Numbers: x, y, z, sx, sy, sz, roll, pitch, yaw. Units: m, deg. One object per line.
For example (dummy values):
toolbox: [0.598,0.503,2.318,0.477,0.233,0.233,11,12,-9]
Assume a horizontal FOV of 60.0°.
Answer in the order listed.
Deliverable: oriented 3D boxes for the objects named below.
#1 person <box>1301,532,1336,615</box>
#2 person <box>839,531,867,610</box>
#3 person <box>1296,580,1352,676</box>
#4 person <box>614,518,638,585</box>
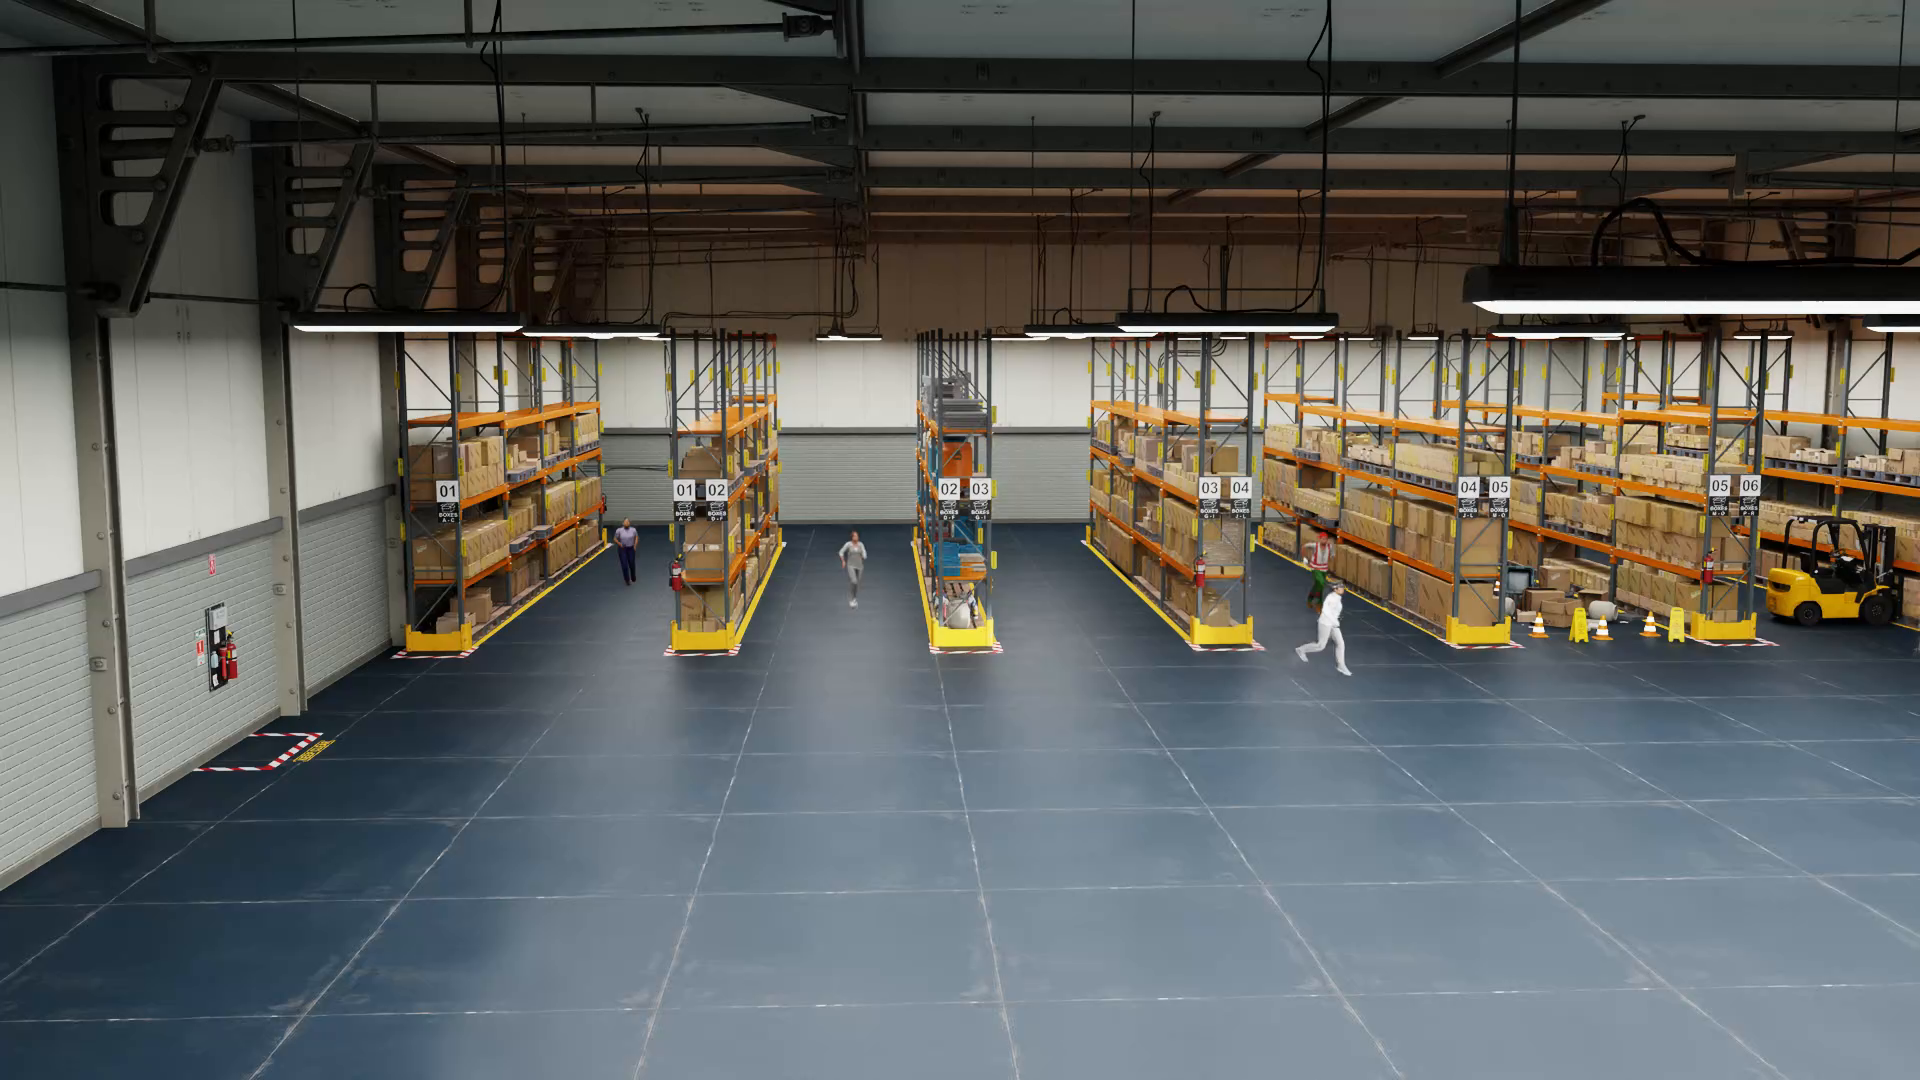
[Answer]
person: [7.650,0.675,35.505,0.646,1.763,0.954,-2,7,-18]
person: [-2.184,0.626,34.436,0.505,1.614,0.679,-3,7,-23]
person: [6.373,1.505,28.997,1.024,1.682,0.618,4,8,32]
person: [-7.926,0.279,39.543,0.590,1.604,0.562,-2,7,-16]
